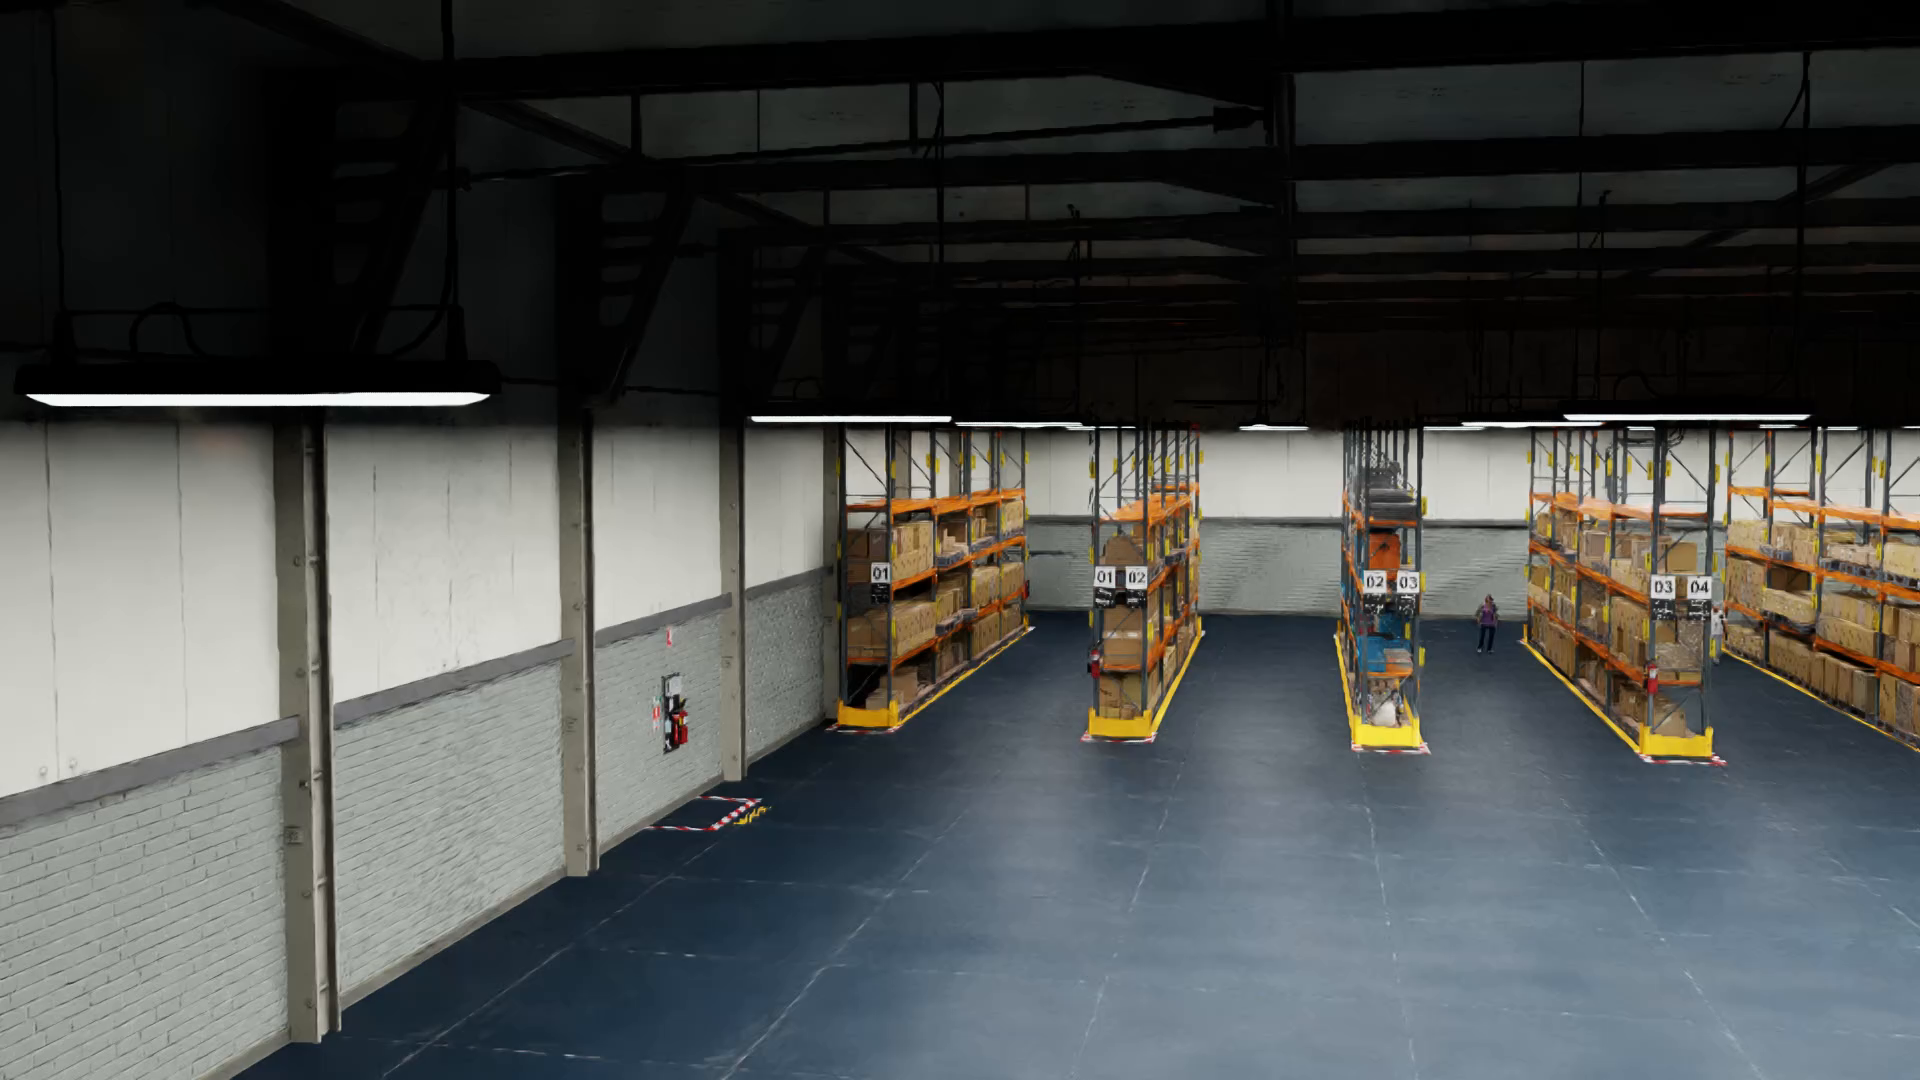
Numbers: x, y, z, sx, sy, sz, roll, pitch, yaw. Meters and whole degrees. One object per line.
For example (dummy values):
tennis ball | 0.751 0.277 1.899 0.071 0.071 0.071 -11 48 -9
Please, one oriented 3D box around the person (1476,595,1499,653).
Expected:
person | 13.636 2.169 43.025 0.566 1.541 0.519 1 4 9

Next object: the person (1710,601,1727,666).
person | 18.468 2.278 40.755 0.625 1.602 0.582 1 4 10
